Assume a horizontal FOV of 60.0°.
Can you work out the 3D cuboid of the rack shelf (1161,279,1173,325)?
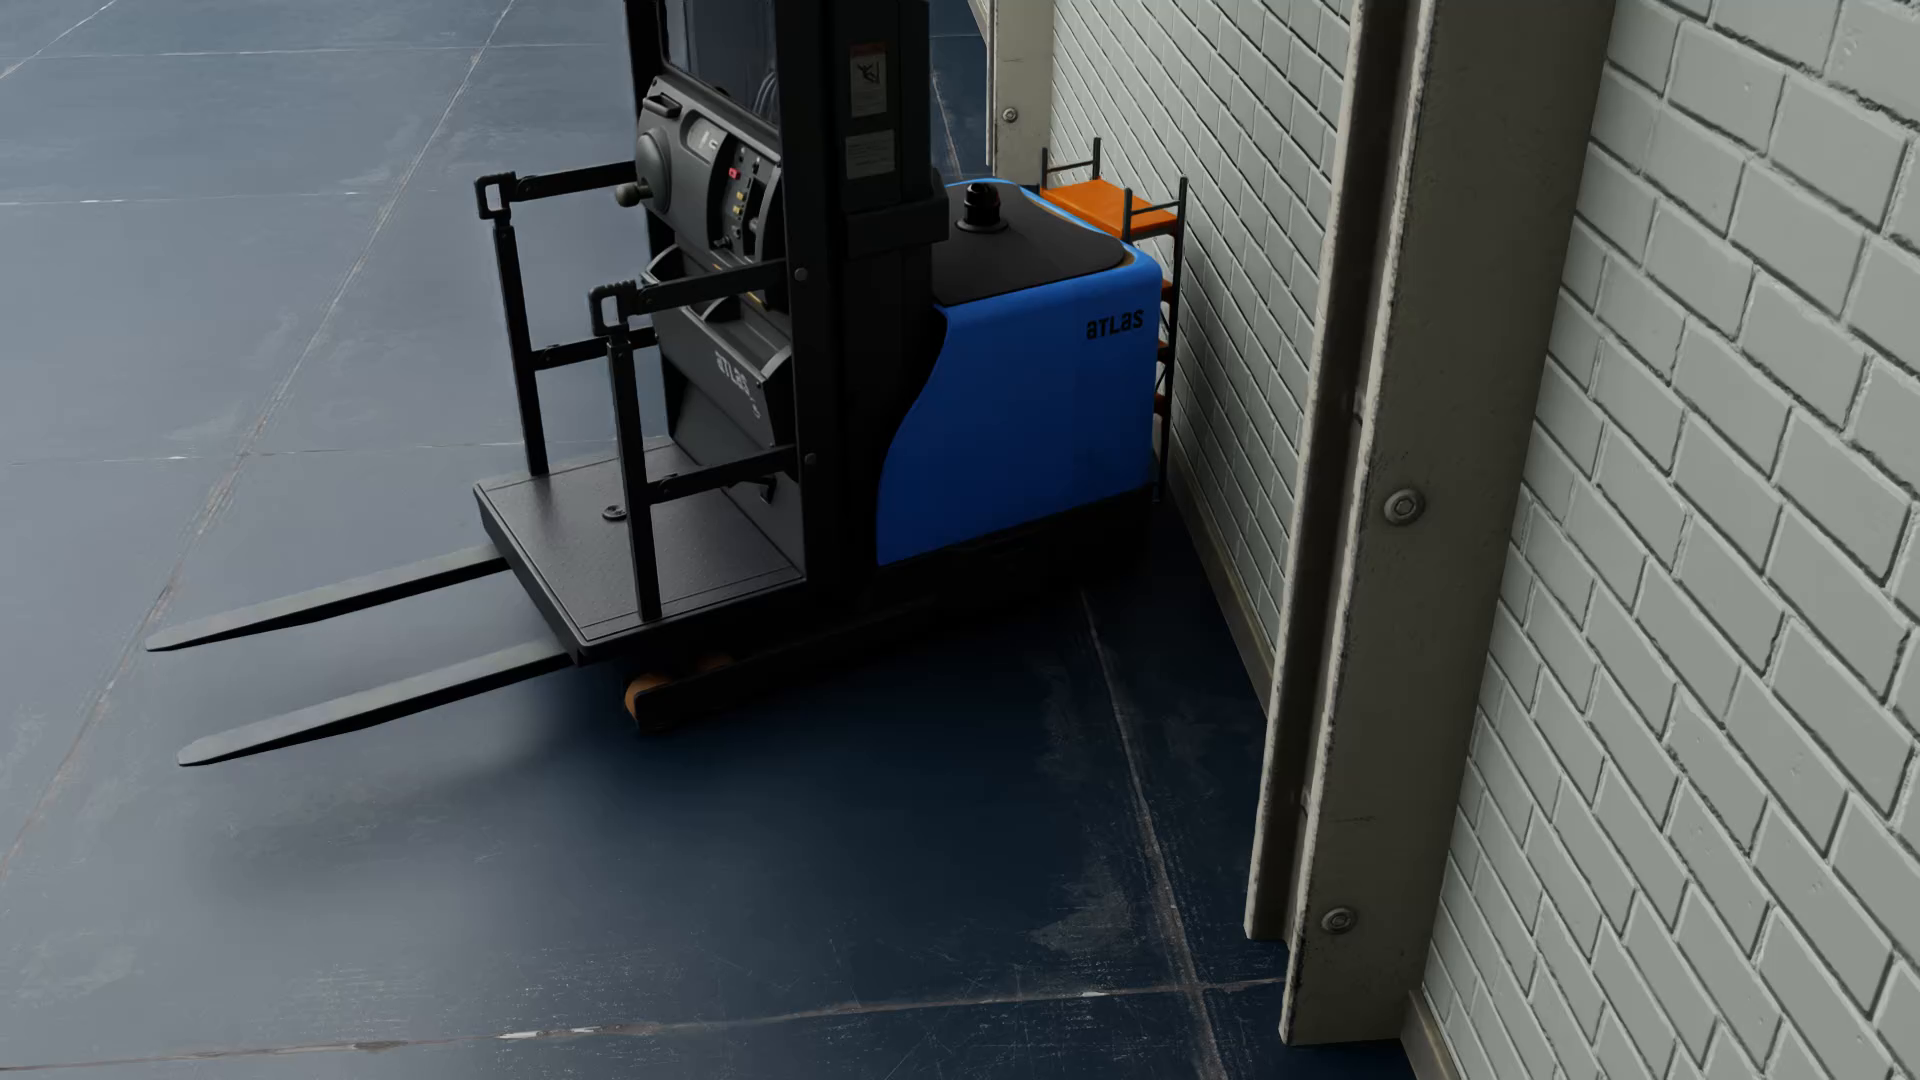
[{"bbox_3d":[0.504,-0.869,5.730,0.258,0.148,0.480,-17,35,-26],"label":"rack shelf"}]

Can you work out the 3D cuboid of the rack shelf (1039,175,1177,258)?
[{"bbox_3d":[0.504,-1.072,5.609,0.258,0.148,0.480,-17,35,-26],"label":"rack shelf"}]

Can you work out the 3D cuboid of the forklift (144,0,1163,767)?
[{"bbox_3d":[-0.894,-1.019,4.597,3.031,2.935,1.130,-17,35,-26],"label":"forklift"}]

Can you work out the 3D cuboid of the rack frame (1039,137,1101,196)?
[{"bbox_3d":[0.379,-0.842,5.990,0.240,1.200,0.015,-17,35,-26],"label":"rack frame"}]

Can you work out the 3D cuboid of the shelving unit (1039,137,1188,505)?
[{"bbox_3d":[0.504,-0.735,5.810,0.258,1.200,0.503,-17,35,-26],"label":"shelving unit"}]

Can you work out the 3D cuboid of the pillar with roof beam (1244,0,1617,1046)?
[{"bbox_3d":[-3.408,-2.607,1.339,9.100,9.000,0.400,-3,31,-5],"label":"pillar with roof beam"}]

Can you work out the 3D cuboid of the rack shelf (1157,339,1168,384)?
[{"bbox_3d":[0.504,-0.677,5.845,0.258,0.148,0.480,-17,35,-26],"label":"rack shelf"}]

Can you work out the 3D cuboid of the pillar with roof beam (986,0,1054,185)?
[{"bbox_3d":[-3.968,-5.670,6.467,9.100,9.000,0.400,-3,31,-5],"label":"pillar with roof beam"}]

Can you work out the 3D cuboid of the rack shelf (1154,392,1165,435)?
[{"bbox_3d":[0.504,-0.507,5.947,0.258,0.148,0.480,-17,35,-26],"label":"rack shelf"}]

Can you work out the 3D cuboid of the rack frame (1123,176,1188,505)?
[{"bbox_3d":[0.629,-0.627,5.630,0.240,1.200,0.015,-17,35,-26],"label":"rack frame"}]
